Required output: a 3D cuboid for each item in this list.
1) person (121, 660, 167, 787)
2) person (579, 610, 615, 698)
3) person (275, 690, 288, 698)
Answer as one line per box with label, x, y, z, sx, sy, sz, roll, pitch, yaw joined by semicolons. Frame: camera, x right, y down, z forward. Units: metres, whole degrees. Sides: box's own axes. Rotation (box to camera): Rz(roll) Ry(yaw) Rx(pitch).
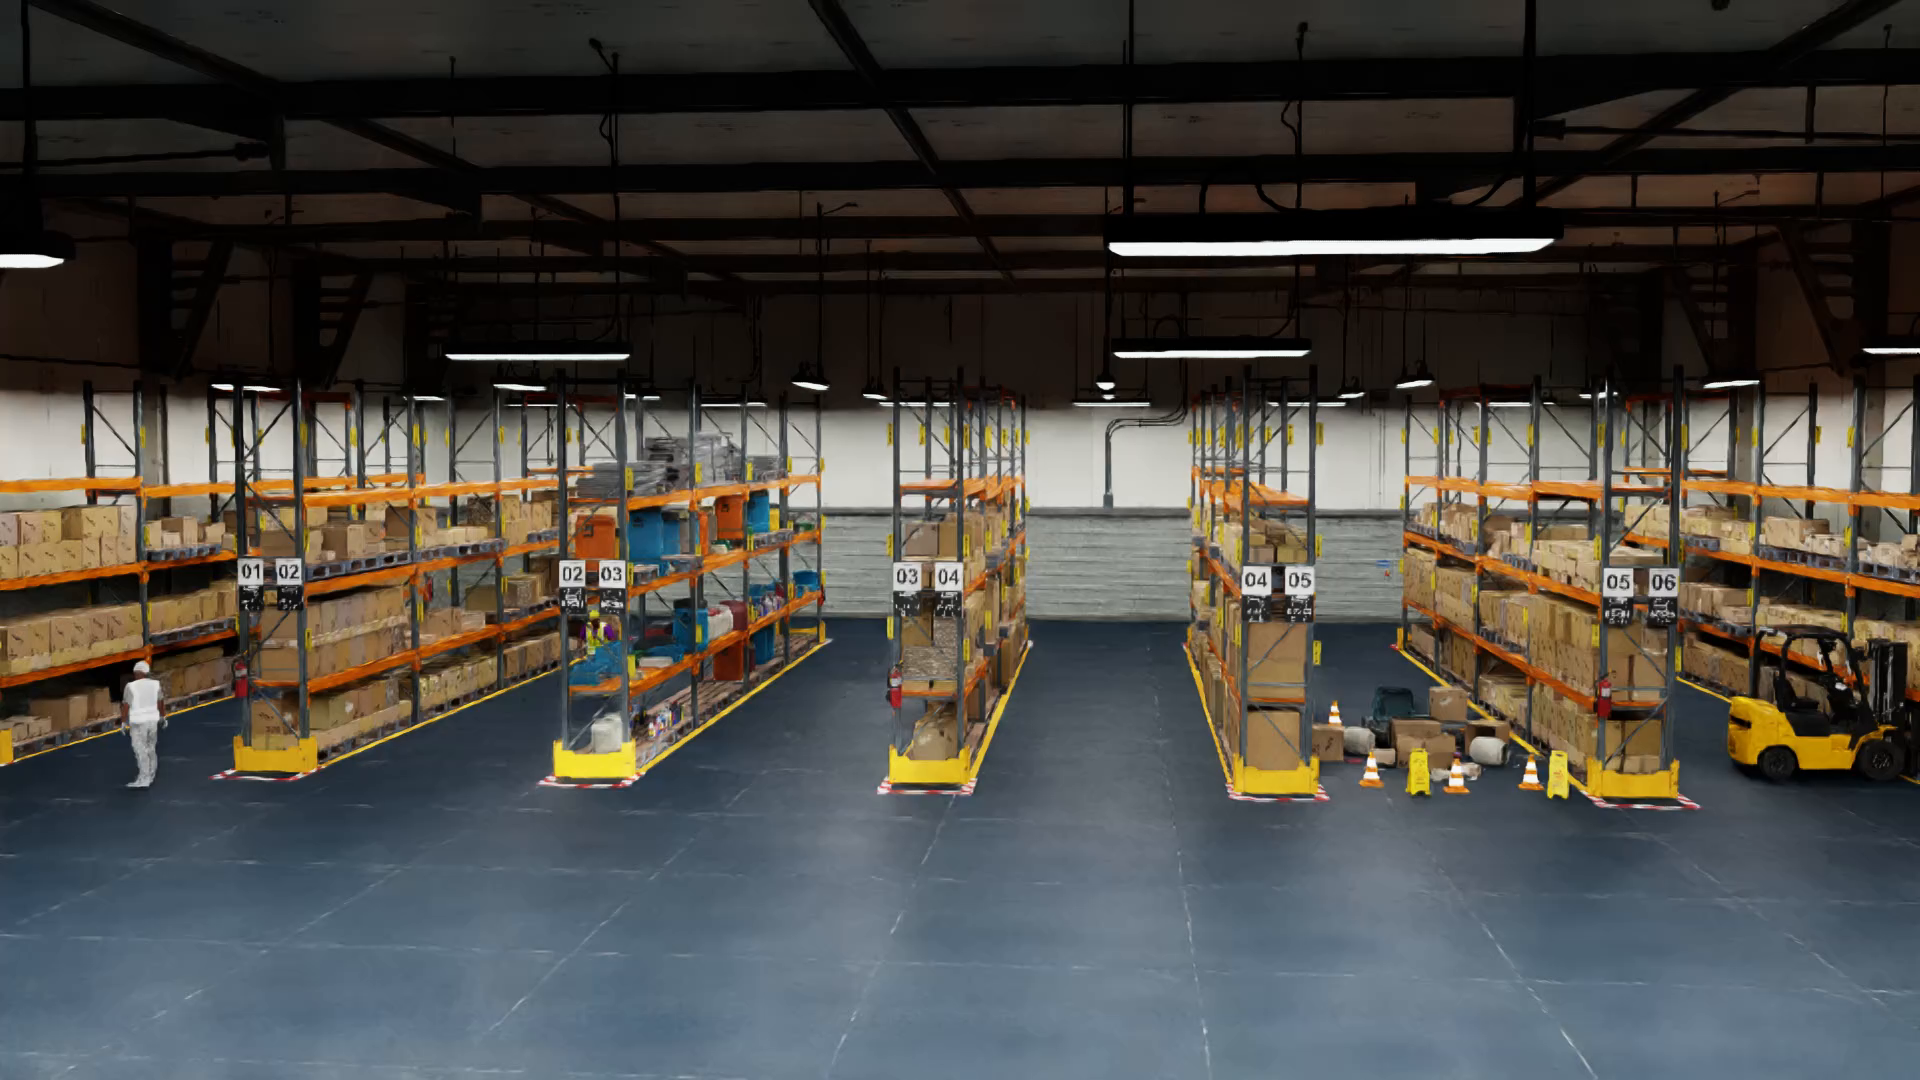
person;-11.735;2.611;23.890;0.594;1.782;0.678;2;4;28
person;-6.949;2.177;31.806;0.719;1.714;0.572;0;4;4
person;-12.875;2.205;31.415;0.536;1.659;1.036;0;4;-3
